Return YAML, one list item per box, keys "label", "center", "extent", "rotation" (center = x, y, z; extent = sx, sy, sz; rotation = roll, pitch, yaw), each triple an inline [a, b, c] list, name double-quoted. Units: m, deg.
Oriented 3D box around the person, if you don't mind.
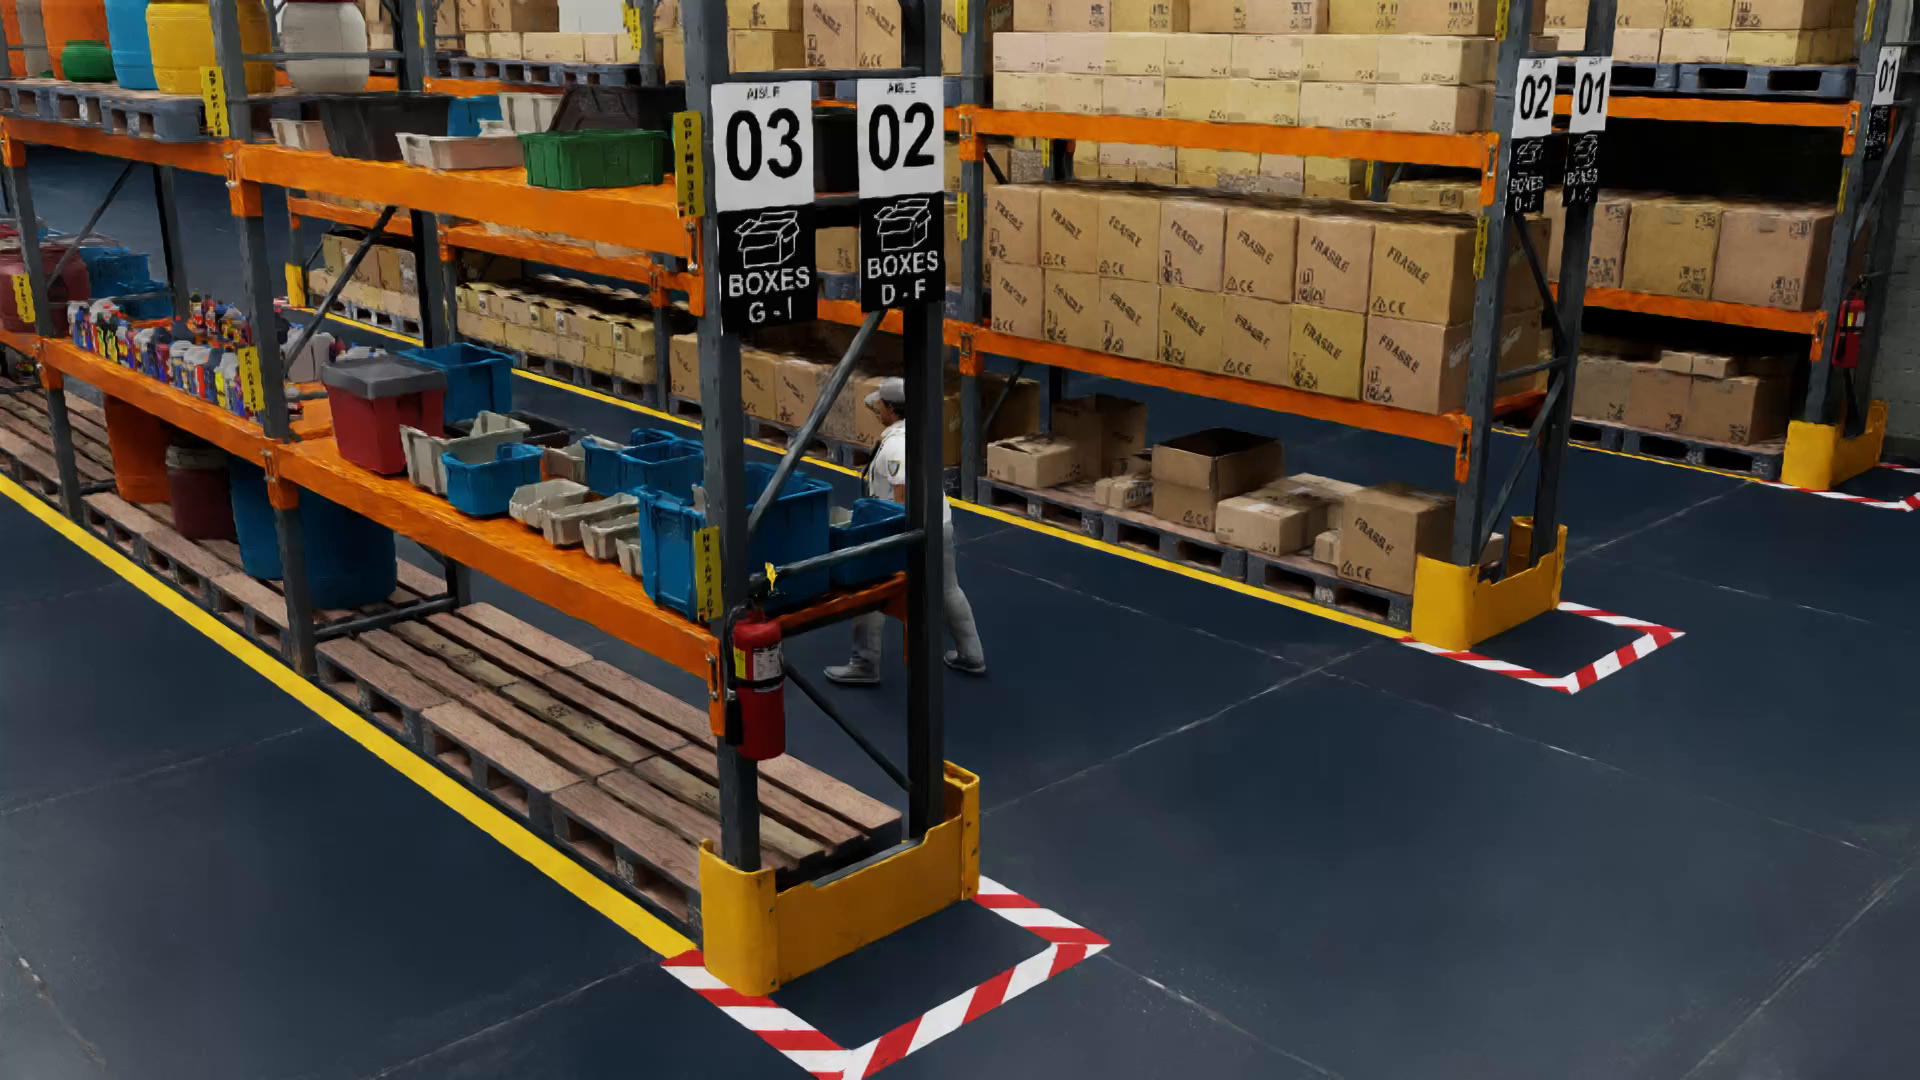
- label: "person"
  center: [-0.277, -0.050, 8.745]
  extent: [0.751, 1.615, 0.612]
  rotation: [8, 19, 24]
